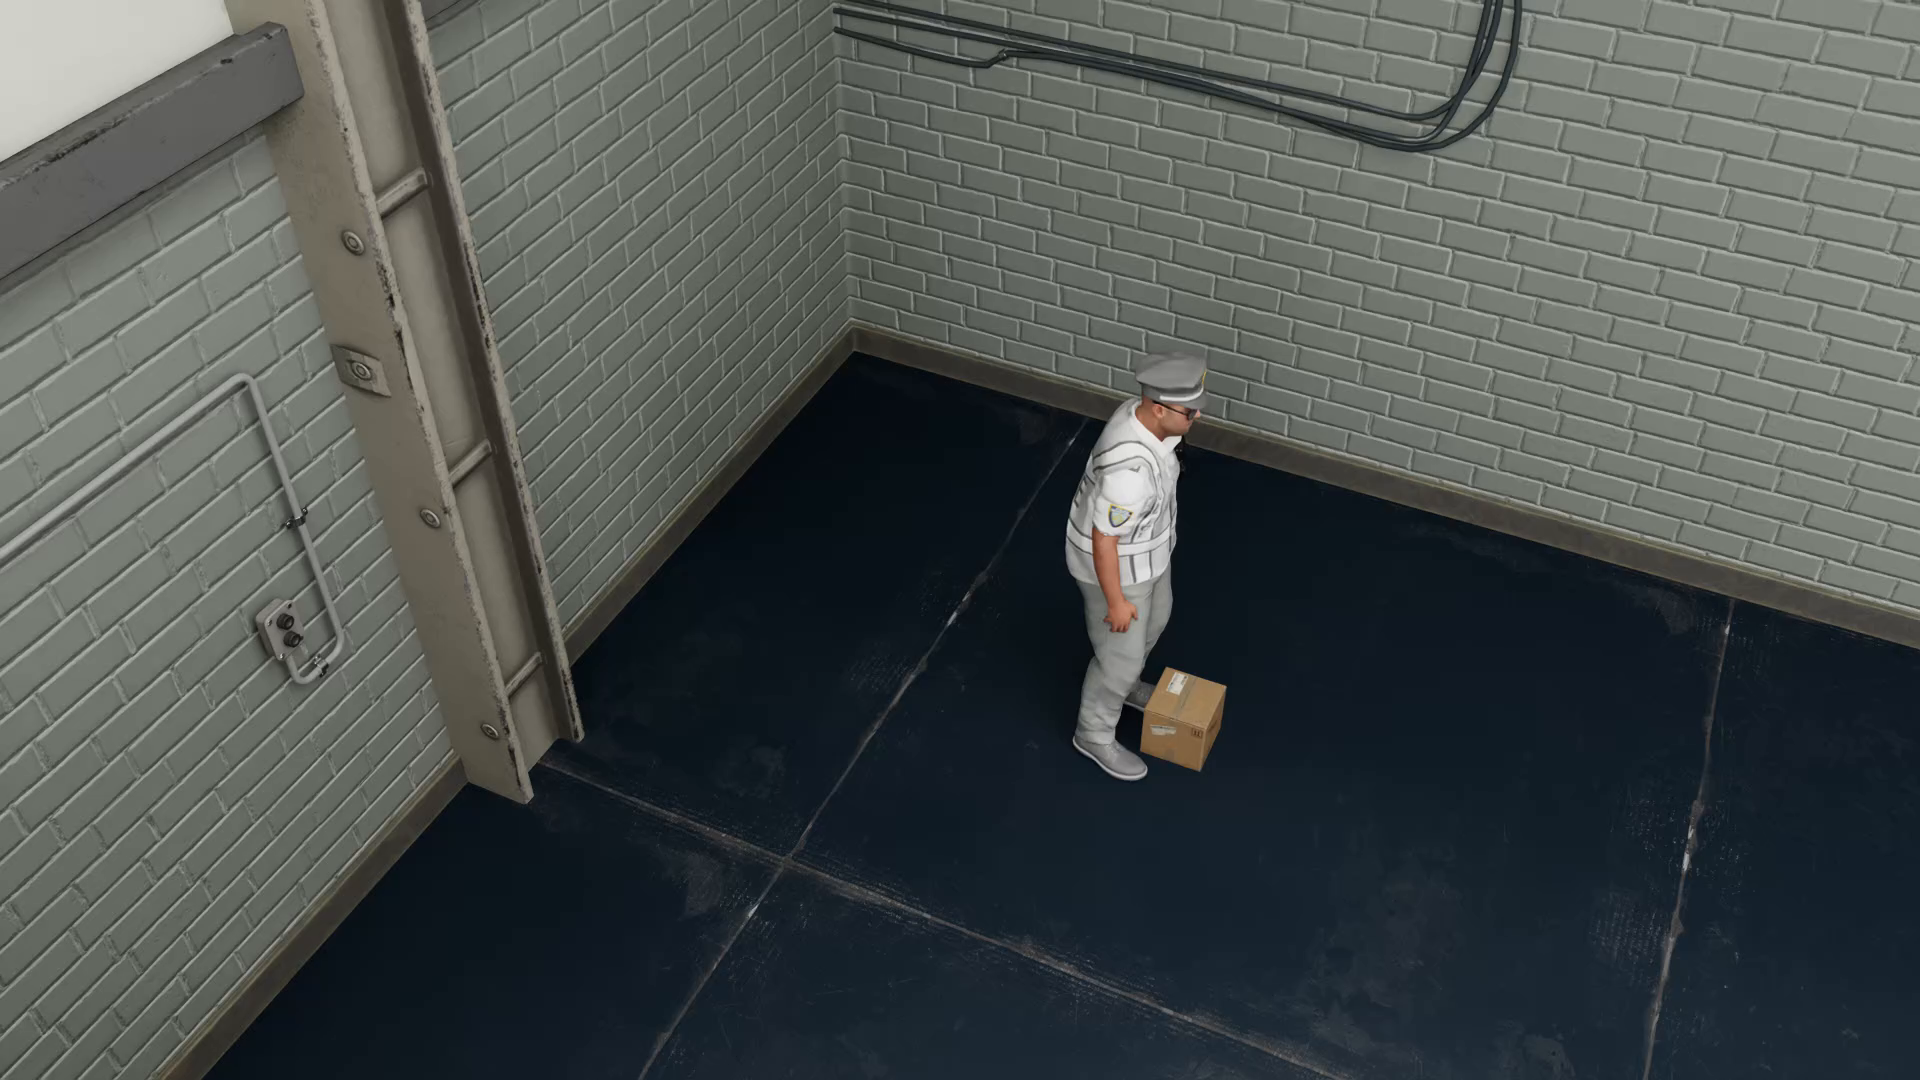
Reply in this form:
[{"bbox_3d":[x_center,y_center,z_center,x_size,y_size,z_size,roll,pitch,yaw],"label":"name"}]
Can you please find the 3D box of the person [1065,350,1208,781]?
[{"bbox_3d":[0.620,0.066,6.081,0.444,1.747,0.596,15,44,16],"label":"person"}]
